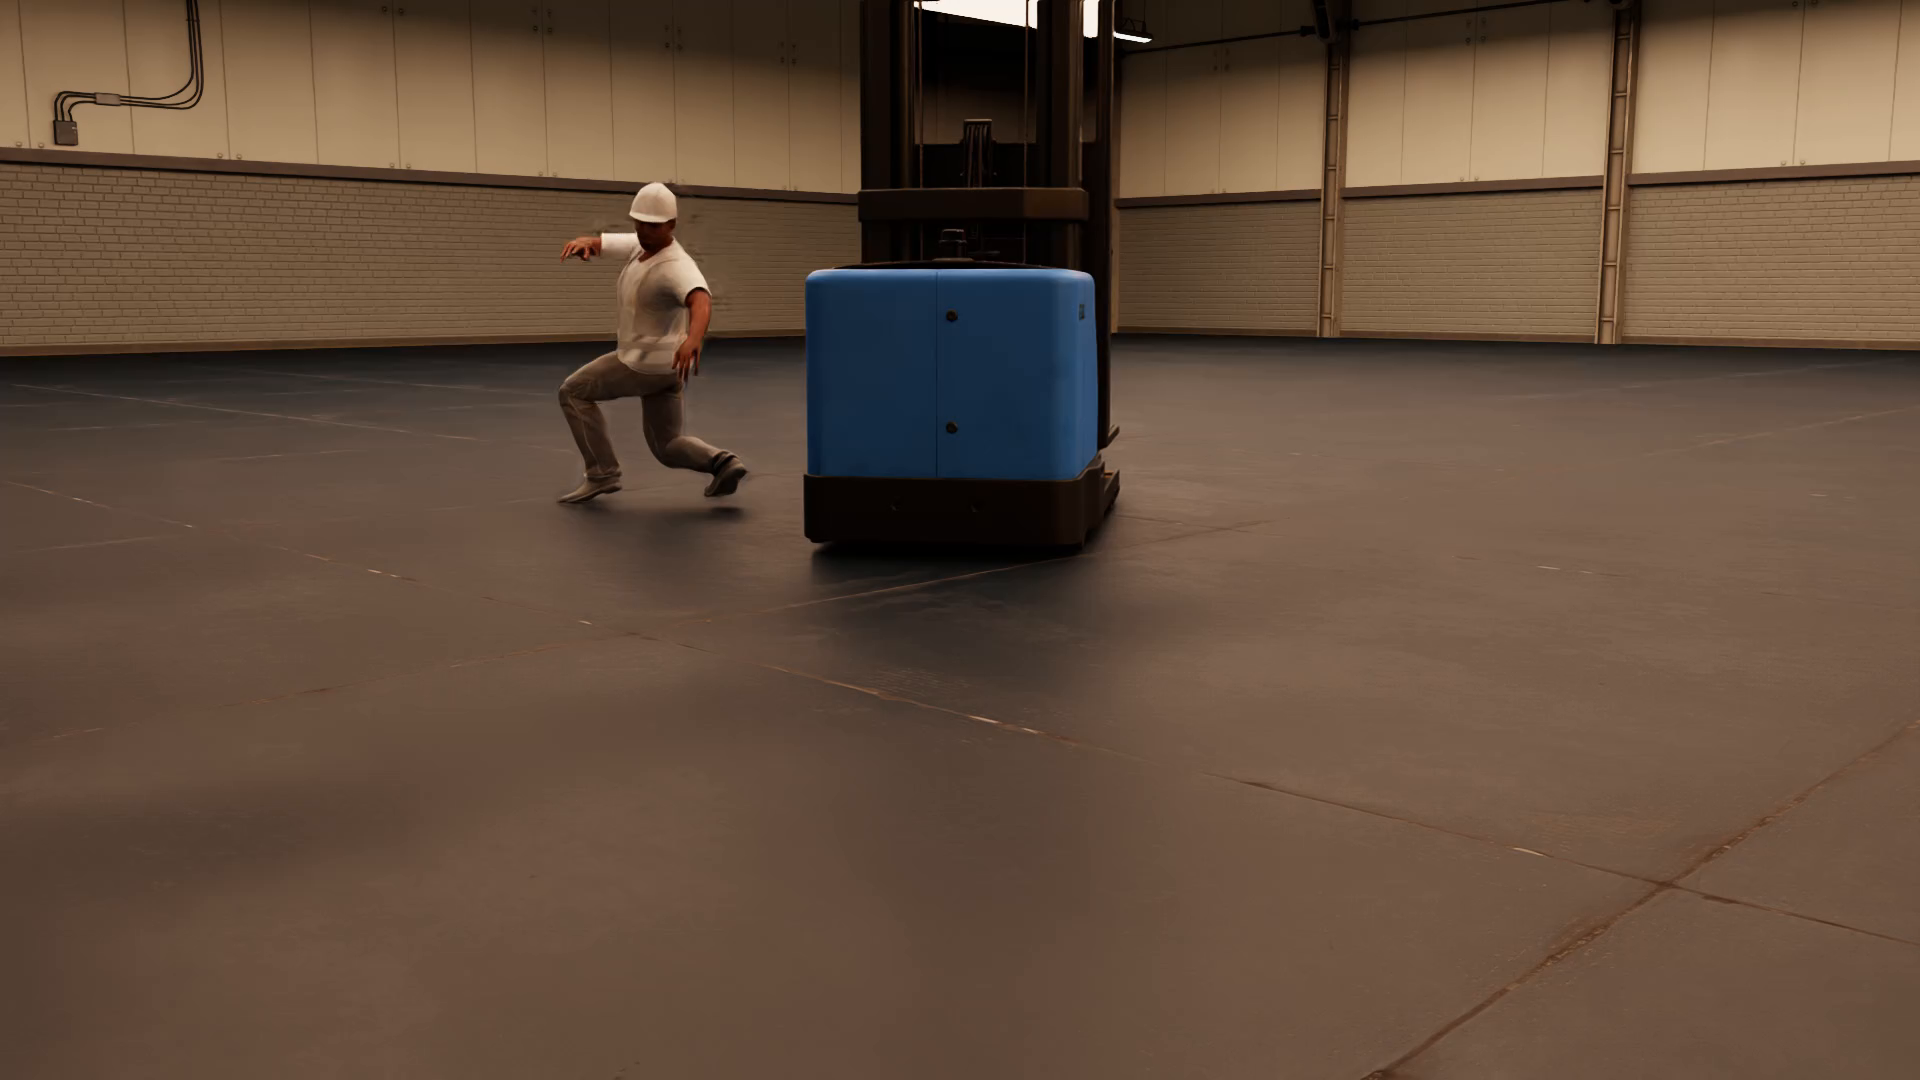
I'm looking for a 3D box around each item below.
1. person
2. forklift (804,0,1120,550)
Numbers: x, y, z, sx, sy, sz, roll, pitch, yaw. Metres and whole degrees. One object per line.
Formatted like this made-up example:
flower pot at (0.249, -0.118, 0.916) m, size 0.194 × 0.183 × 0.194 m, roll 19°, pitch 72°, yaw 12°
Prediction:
person at (-1.464, -0.863, 7.564) m, size 0.973 × 1.503 × 0.839 m, roll 2°, pitch 9°, yaw 12°
forklift at (0.152, -1.590, 7.434) m, size 1.130 × 2.935 × 3.031 m, roll 1°, pitch 9°, yaw 9°
